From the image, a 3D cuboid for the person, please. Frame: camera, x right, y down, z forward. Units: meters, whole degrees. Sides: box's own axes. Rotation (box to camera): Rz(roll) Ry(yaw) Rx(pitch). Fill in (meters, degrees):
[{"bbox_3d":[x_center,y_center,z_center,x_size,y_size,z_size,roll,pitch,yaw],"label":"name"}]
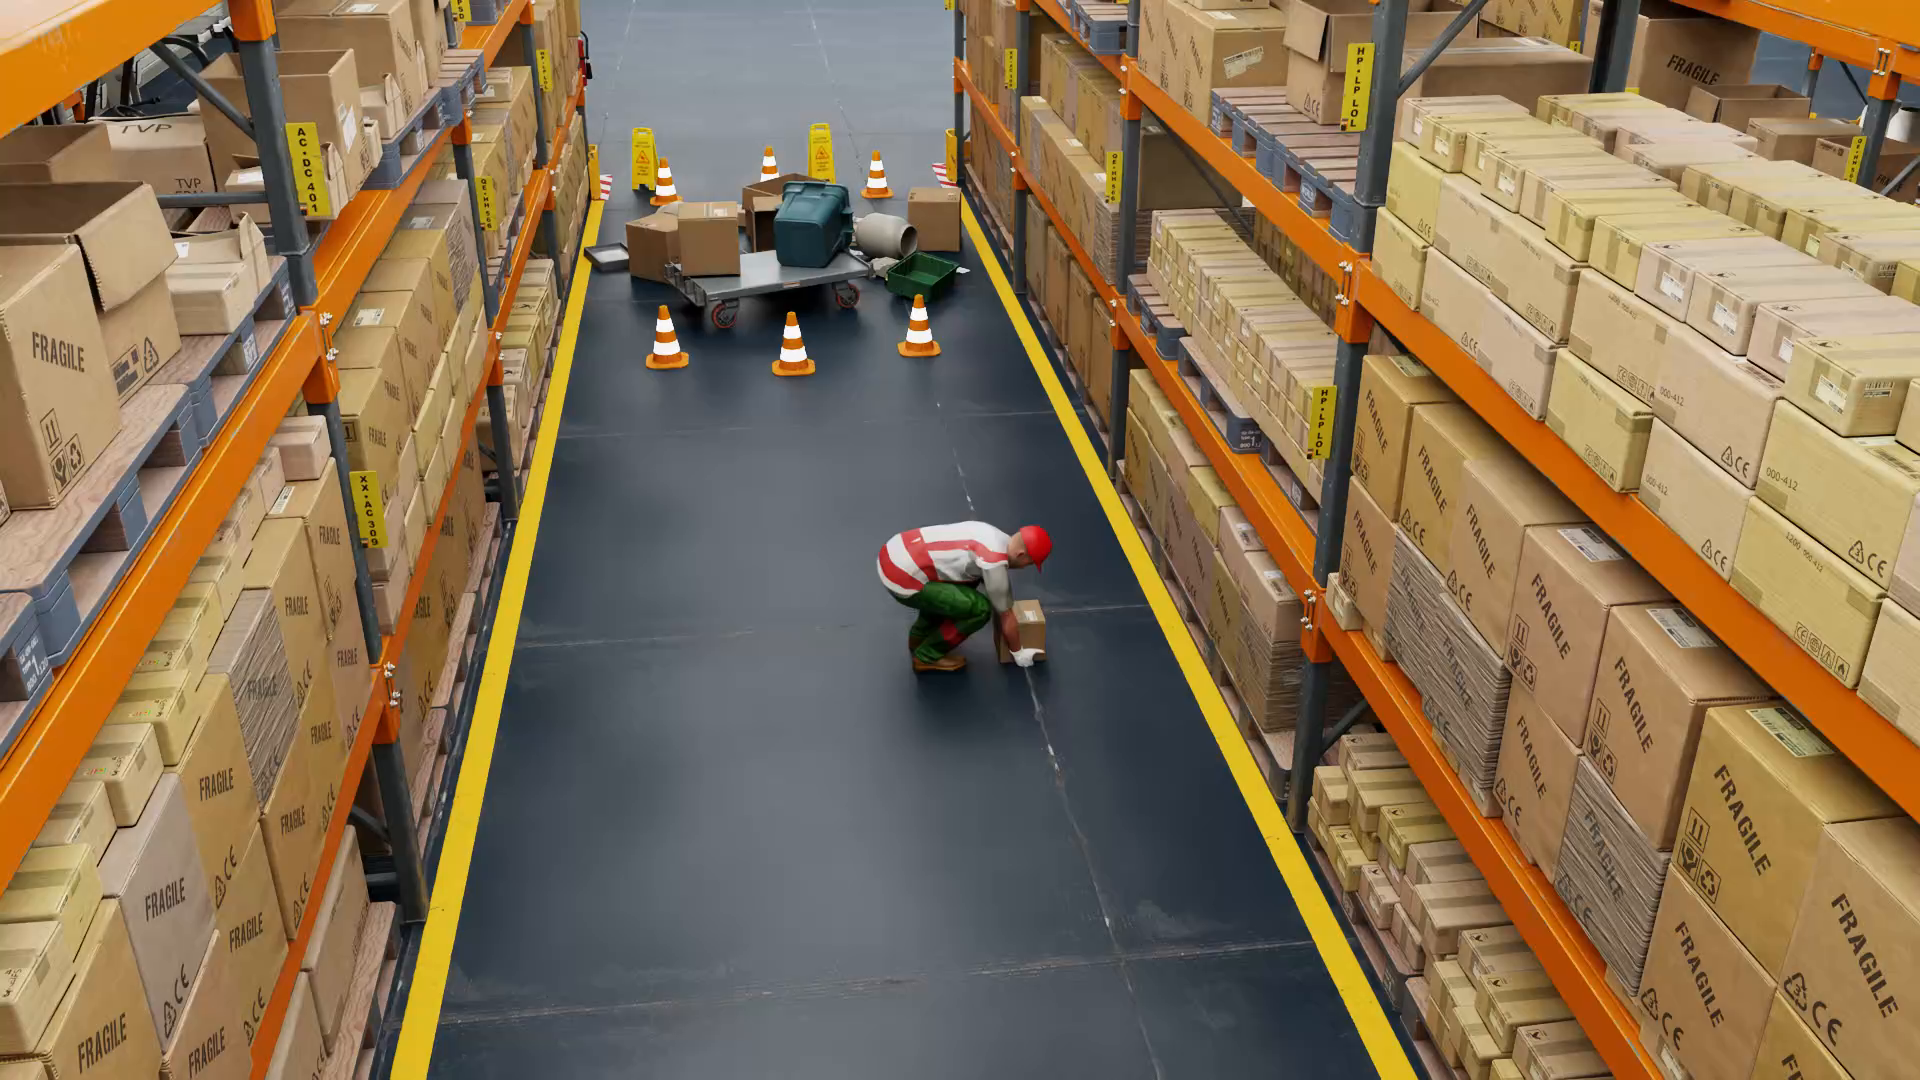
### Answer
[{"bbox_3d":[0.029,0.297,9.142,0.964,0.810,0.524,-4,27,-8],"label":"person"}]
